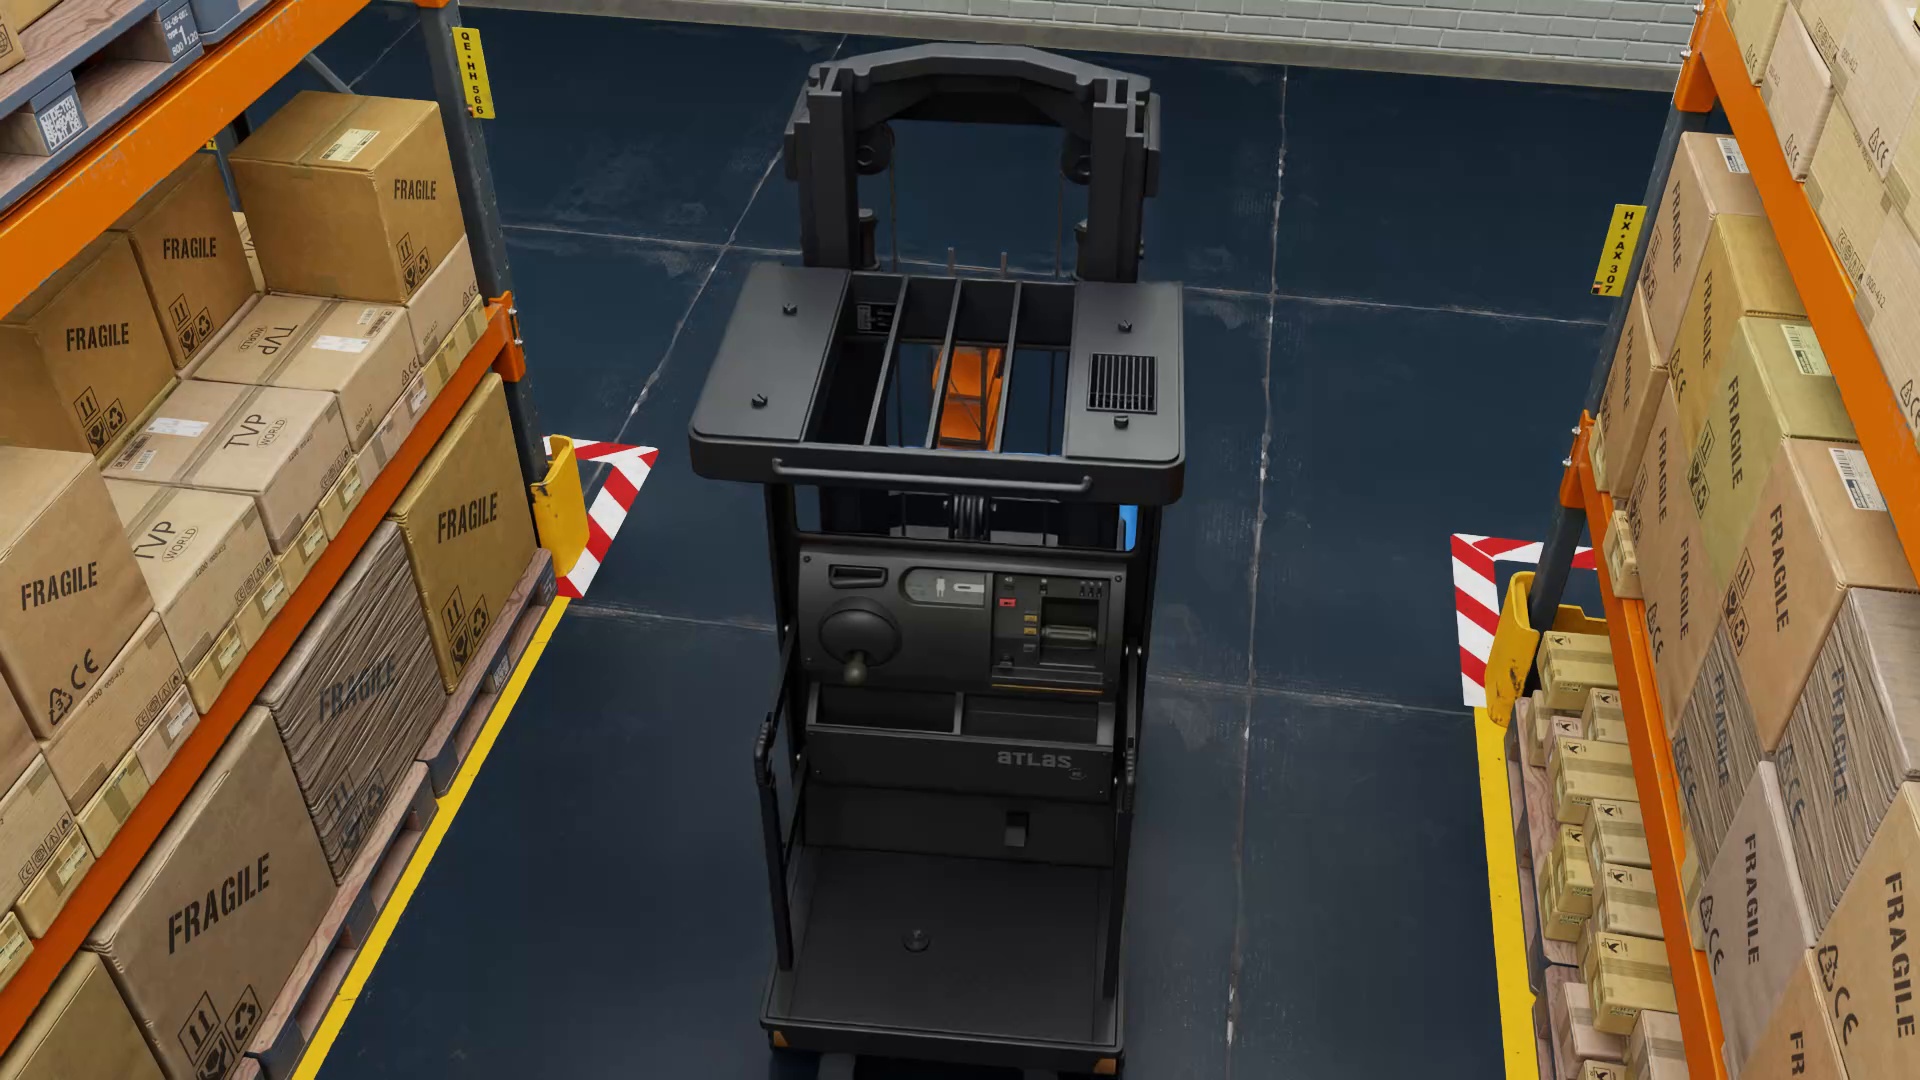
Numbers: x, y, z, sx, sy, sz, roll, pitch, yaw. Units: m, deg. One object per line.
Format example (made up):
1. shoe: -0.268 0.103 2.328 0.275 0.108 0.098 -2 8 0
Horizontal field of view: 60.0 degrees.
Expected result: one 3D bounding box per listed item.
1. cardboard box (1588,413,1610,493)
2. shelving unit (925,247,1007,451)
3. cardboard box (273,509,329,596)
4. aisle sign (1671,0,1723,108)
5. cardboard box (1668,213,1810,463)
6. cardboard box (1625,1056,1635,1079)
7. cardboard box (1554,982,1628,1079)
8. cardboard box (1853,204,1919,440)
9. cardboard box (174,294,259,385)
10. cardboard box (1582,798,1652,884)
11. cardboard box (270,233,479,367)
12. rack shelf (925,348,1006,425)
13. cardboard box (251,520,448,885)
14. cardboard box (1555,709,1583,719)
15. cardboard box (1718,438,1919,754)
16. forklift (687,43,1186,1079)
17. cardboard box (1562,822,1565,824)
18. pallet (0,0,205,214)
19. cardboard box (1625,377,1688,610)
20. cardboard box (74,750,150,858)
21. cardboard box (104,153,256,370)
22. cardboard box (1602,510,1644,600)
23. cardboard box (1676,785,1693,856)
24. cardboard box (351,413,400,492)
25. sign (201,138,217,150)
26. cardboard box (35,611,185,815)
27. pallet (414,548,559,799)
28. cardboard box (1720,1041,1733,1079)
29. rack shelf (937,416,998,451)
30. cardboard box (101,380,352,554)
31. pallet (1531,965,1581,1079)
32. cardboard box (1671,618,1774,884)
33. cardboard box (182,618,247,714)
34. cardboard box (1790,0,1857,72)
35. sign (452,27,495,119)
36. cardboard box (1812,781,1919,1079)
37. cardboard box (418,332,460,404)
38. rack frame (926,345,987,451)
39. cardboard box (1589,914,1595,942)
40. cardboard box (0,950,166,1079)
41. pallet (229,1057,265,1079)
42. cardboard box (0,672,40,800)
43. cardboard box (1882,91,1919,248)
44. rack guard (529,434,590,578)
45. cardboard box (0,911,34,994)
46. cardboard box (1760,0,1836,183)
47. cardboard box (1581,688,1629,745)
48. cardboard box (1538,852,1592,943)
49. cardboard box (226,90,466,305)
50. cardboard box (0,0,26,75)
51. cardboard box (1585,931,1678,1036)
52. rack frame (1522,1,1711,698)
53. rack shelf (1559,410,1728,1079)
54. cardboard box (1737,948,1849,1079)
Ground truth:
1. cardboard box: 2.272 -0.270 5.419 0.380 0.149 0.250 6 40 7
2. shelving unit: 0.029 -0.566 6.993 0.258 1.200 0.503 6 40 8
3. cardboard box: -2.173 0.017 5.073 0.380 0.149 0.250 7 40 8
4. aisle sign: 2.369 -1.614 4.808 0.394 0.787 0.004 6 40 8
5. cardboard box: 2.231 -0.502 4.407 0.500 0.500 0.500 7 40 9
6. cardboard box: 2.083 1.588 4.650 0.380 0.149 0.250 8 40 10
7. cardboard box: 2.013 1.493 4.998 0.380 0.149 0.250 5 40 6
8. cardboard box: 2.050 -0.401 3.144 0.500 0.250 0.500 6 40 7
9. cardboard box: -2.649 -0.602 5.509 0.500 0.250 0.500 6 40 7
10. cardboard box: 2.166 0.961 5.175 0.380 0.149 0.250 5 40 5
11. cardboard box: -2.039 -0.867 5.829 0.500 0.250 0.500 6 40 7
12. rack shelf: 0.029 -0.687 6.894 0.258 0.148 0.480 6 40 8
13. cardboard box: -2.406 0.495 5.635 0.875 0.875 0.875 6 40 8
14. cardboard box: 2.308 0.589 5.858 0.380 0.149 0.250 8 40 10
15. cardboard box: 2.034 0.142 3.628 0.500 0.500 0.500 5 40 6
16. forklift: -0.016 0.313 4.571 1.130 2.935 3.031 4 40 4
17. cardboard box: 2.281 0.870 5.751 0.380 0.149 0.250 6 40 7
18. pallet: -2.543 -1.031 3.859 1.003 0.211 1.213 6 40 8
19. cardboard box: 2.234 -0.097 4.701 0.500 0.500 0.500 6 40 8
20. cardboard box: -2.351 0.658 4.297 0.380 0.149 0.250 6 40 7
21. cardboard box: -2.652 -0.904 5.286 0.500 0.500 0.500 5 40 7
22. cardboard box: 2.170 0.058 5.023 0.380 0.149 0.250 5 40 6
23. cardboard box: 2.053 0.715 4.228 0.380 0.149 0.250 8 40 9
24. cardboard box: -2.086 -0.309 5.467 0.380 0.149 0.250 7 40 8
25. sign: -2.762 -1.573 6.057 0.100 0.325 0.005 6 40 8
26. cardboard box: -2.394 0.406 4.289 0.500 0.250 0.500 7 40 9
27. pallet: -2.278 0.441 6.551 1.003 0.211 1.213 6 40 8
28. cardboard box: 1.907 1.201 3.641 0.380 0.149 0.250 5 40 6
29. rack shelf: 0.029 -0.361 7.163 0.258 0.148 0.480 6 40 8
30. cardboard box: -2.215 -0.230 5.058 0.500 0.250 0.500 5 40 6
31. pallet: 2.249 1.858 4.837 1.003 0.211 1.213 6 40 8
32. cardboard box: 2.055 0.530 3.943 0.500 0.500 0.500 5 40 7
33. cardboard box: -2.262 0.336 4.687 0.380 0.149 0.250 5 40 6
34. cardboard box: 2.230 -1.250 3.779 0.500 0.250 0.500 6 40 7
35. sign: -1.684 -1.613 5.752 0.100 0.325 0.005 6 40 8
36. cardboard box: 1.858 0.788 2.846 0.500 0.500 0.500 5 40 6
37. cardboard box: -1.997 -0.624 5.848 0.380 0.149 0.250 7 40 8
38. rack frame: -0.014 -0.413 6.808 0.240 1.200 0.015 6 40 8
39. cardboard box: 2.146 1.244 5.065 0.380 0.149 0.250 5 40 6
40. cardboard box: -2.715 1.618 4.277 0.875 0.875 0.875 6 40 8
41. pallet: -2.700 1.973 4.698 1.003 0.211 1.213 6 40 8
42. cardboard box: -2.481 0.440 3.659 0.500 0.500 0.500 6 40 8
43. cardboard box: 2.045 -0.616 3.013 0.500 0.250 0.500 5 40 6
44. rack guard: -2.212 -0.196 7.094 1.175 0.500 0.348 6 40 8
45. cardboard box: -2.439 0.984 3.903 0.380 0.149 0.250 8 40 9
46. cardboard box: 2.226 -1.048 3.927 0.500 0.250 0.500 8 40 9
47. cardboard box: 2.297 0.652 5.549 0.380 0.149 0.250 7 40 8
48. cardboard box: 2.092 1.175 5.382 0.380 0.149 0.250 7 40 8
49. cardboard box: -2.042 -1.155 5.589 0.500 0.500 0.500 7 40 8
50. cardboard box: -2.505 -1.176 3.477 0.700 0.500 0.500 8 40 10
51. cardboard box: 2.018 1.294 4.772 0.380 0.149 0.250 7 40 8
52. rack frame: 2.651 -0.533 5.541 1.000 3.000 0.127 6 40 8
53. rack shelf: 2.305 0.999 4.252 1.077 0.370 4.000 6 40 8
54. cardboard box: 1.856 1.163 3.177 0.500 0.500 0.500 5 40 6
